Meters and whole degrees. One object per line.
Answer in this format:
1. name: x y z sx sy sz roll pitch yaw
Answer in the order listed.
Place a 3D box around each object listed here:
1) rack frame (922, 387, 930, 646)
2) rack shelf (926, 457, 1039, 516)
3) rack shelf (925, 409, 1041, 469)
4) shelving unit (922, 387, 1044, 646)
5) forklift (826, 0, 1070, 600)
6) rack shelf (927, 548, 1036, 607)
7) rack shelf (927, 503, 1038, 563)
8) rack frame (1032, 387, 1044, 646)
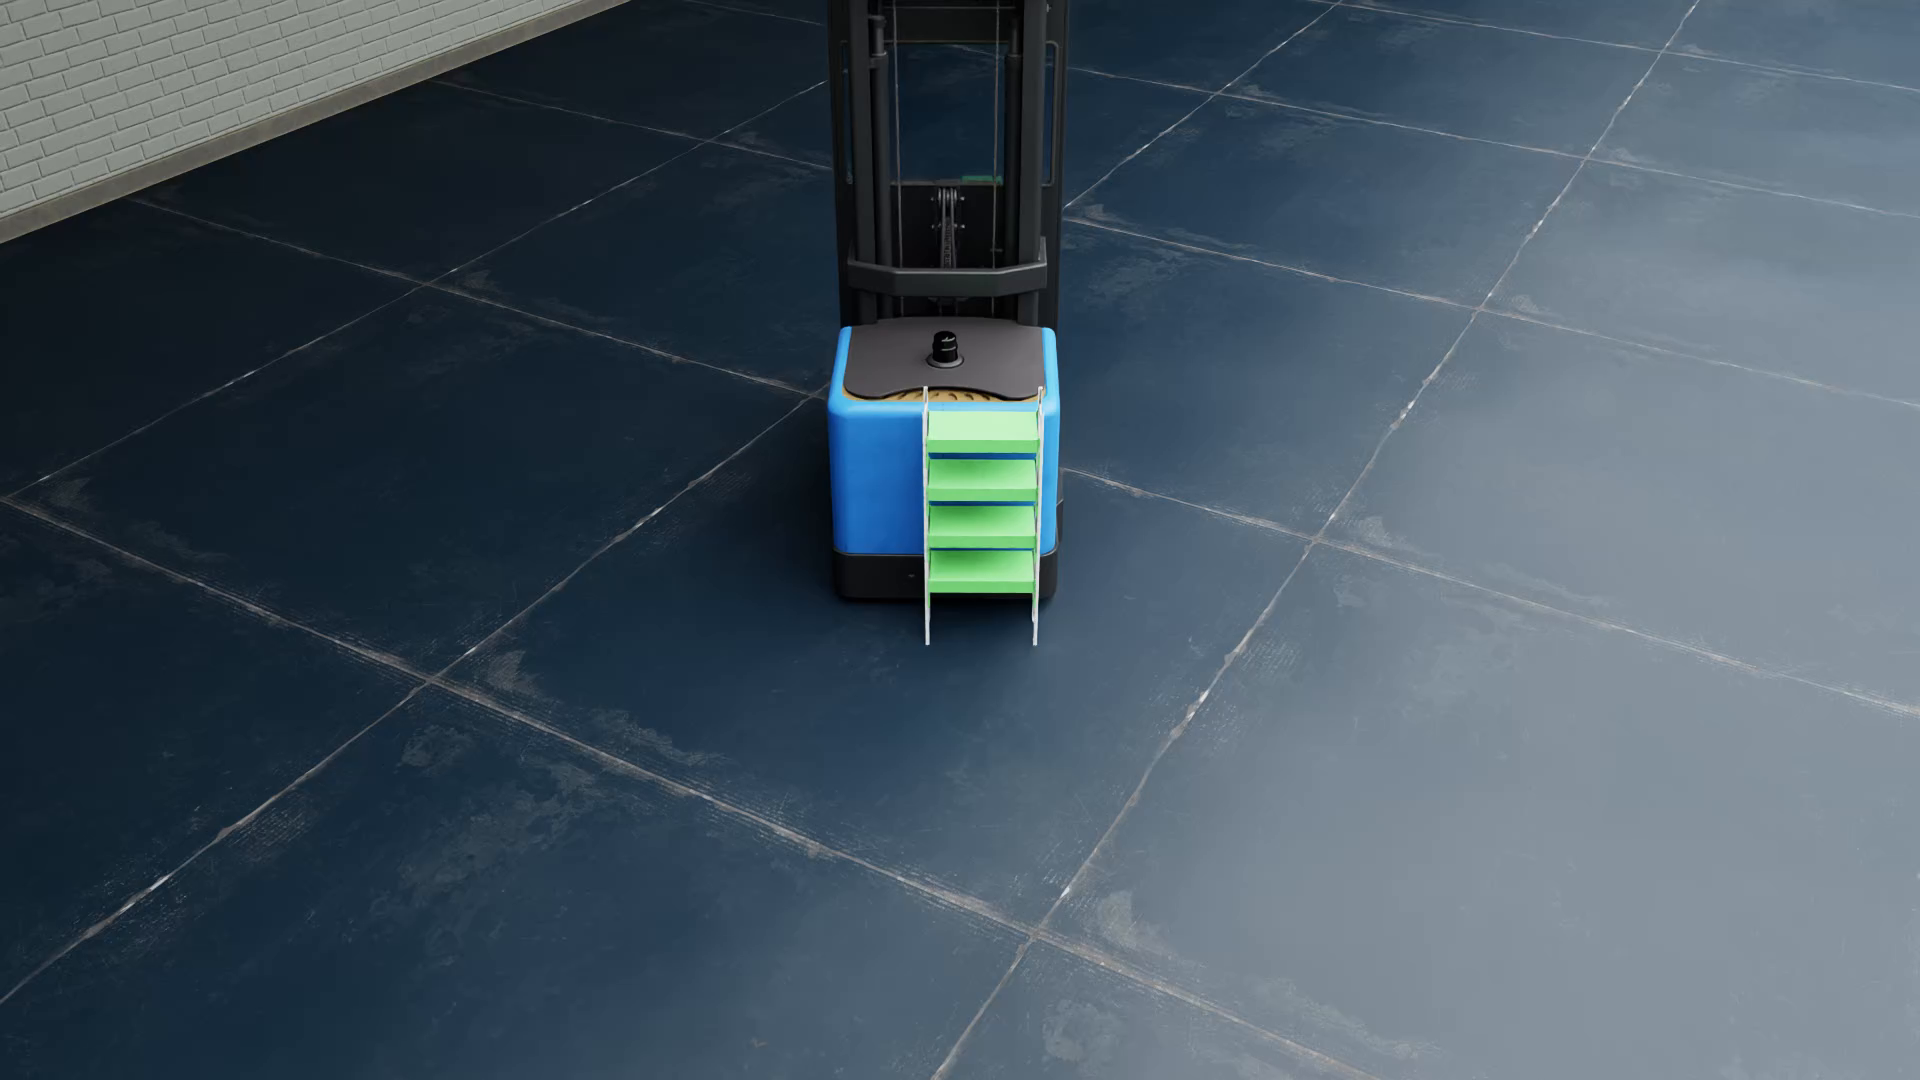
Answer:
1. rack frame: -0.147 -0.086 7.297 0.015 1.200 0.240 0 34 0
2. rack shelf: 0.097 -0.232 7.198 0.480 0.148 0.258 0 34 0
3. rack shelf: 0.097 -0.432 7.065 0.480 0.148 0.258 0 34 0
4. shelving unit: 0.097 -0.085 7.295 0.503 1.200 0.258 0 34 0
5. forklift: -0.049 -1.727 8.198 1.130 2.935 3.031 1 34 1
6. rack shelf: 0.097 0.168 7.464 0.480 0.148 0.258 0 34 0
7. rack shelf: 0.097 -0.032 7.331 0.480 0.148 0.258 0 34 0
8. rack frame: 0.341 -0.084 7.294 0.015 1.200 0.240 0 34 0
